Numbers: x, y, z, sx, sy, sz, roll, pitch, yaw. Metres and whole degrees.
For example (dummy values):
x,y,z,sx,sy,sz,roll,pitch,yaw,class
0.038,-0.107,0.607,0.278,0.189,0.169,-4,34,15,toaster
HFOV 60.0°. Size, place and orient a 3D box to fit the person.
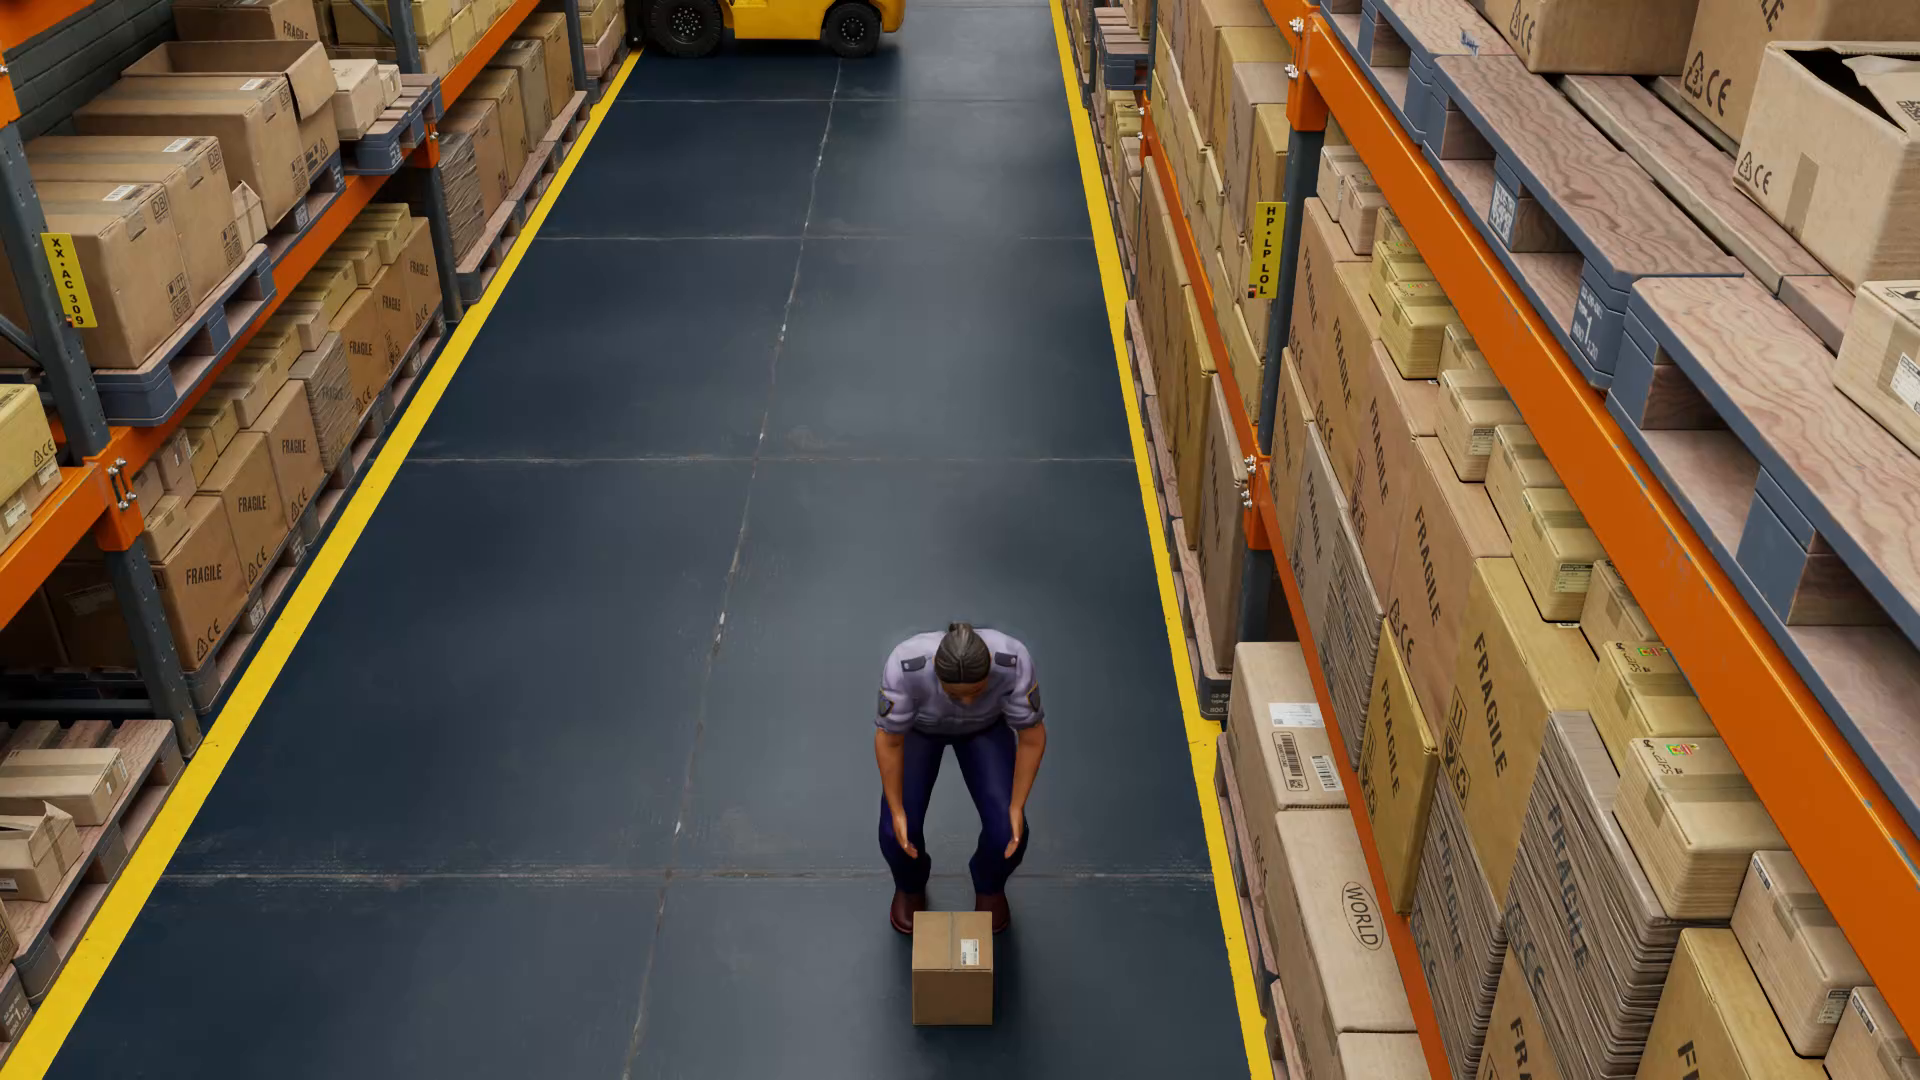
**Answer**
x,y,z,sx,sy,sz,roll,pitch,yaw,class
0.002,0.716,5.319,0.534,1.312,0.625,0,32,0,person
